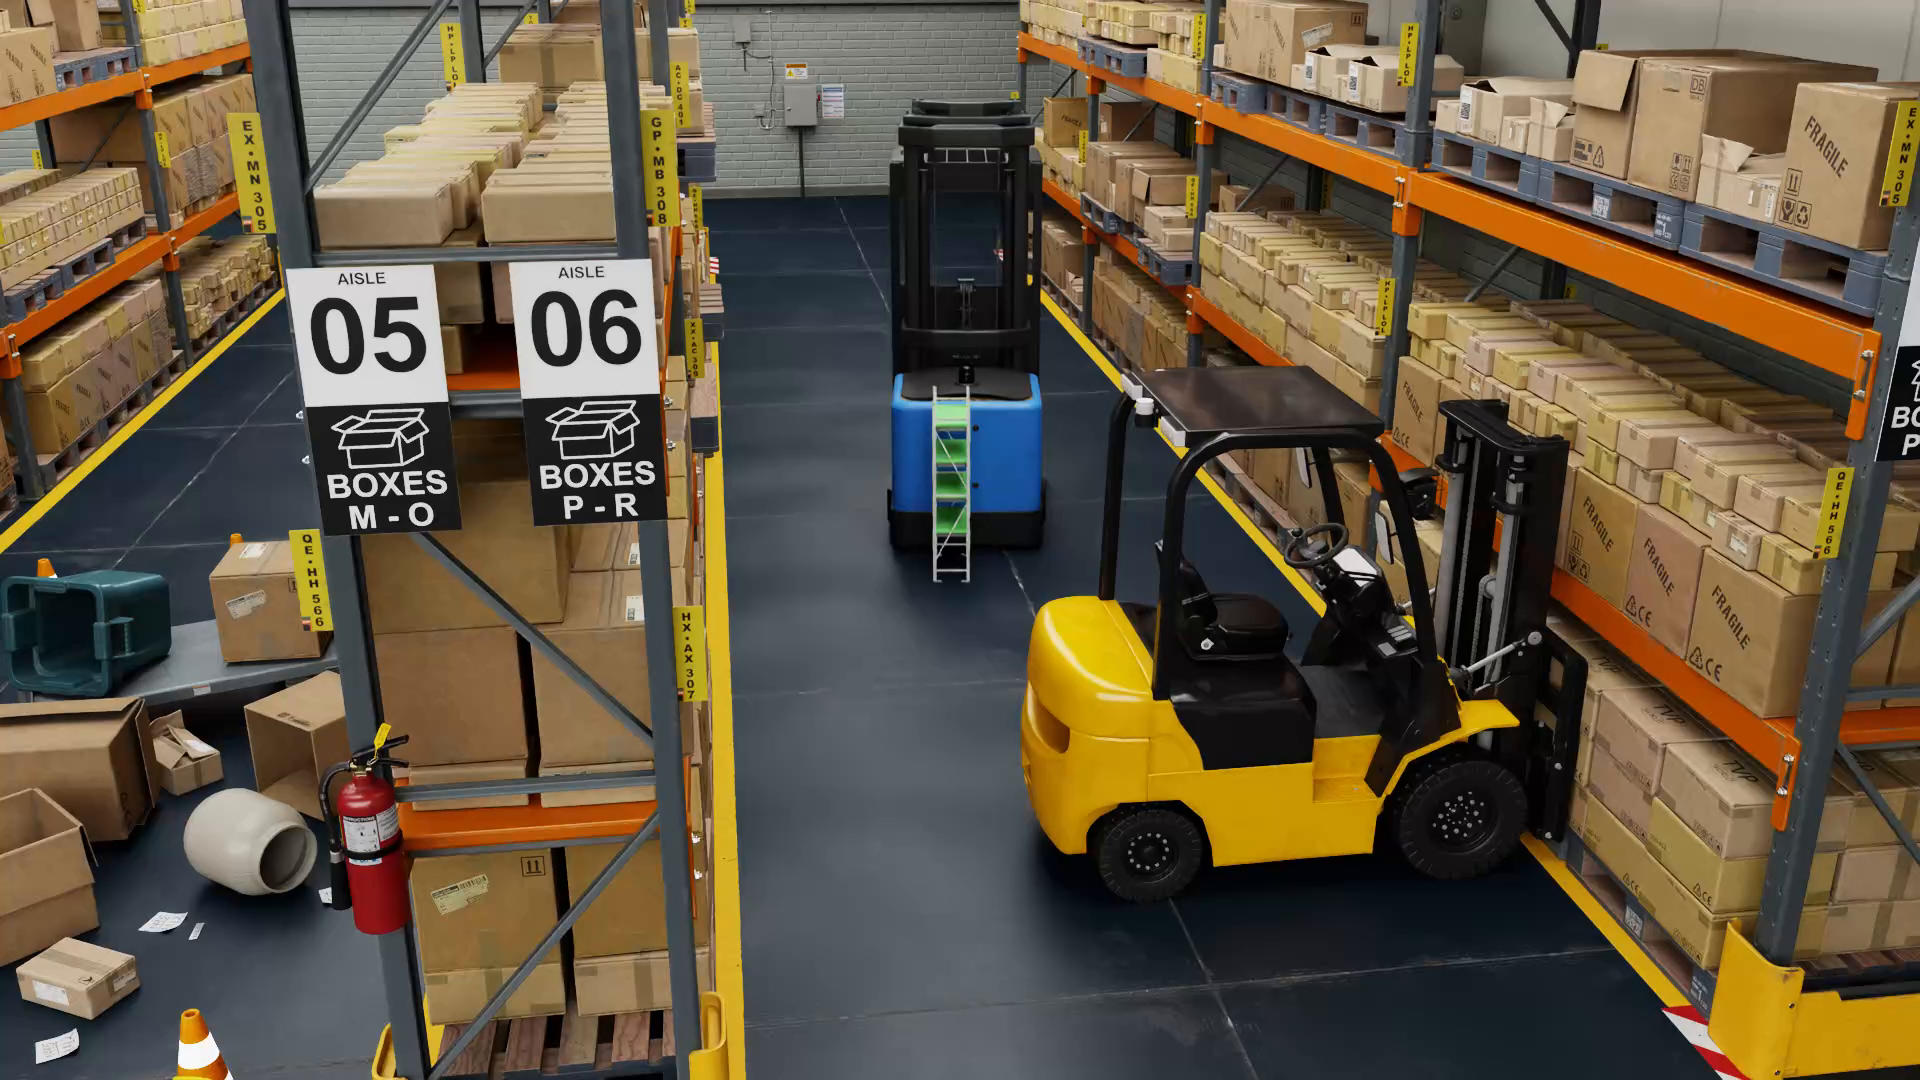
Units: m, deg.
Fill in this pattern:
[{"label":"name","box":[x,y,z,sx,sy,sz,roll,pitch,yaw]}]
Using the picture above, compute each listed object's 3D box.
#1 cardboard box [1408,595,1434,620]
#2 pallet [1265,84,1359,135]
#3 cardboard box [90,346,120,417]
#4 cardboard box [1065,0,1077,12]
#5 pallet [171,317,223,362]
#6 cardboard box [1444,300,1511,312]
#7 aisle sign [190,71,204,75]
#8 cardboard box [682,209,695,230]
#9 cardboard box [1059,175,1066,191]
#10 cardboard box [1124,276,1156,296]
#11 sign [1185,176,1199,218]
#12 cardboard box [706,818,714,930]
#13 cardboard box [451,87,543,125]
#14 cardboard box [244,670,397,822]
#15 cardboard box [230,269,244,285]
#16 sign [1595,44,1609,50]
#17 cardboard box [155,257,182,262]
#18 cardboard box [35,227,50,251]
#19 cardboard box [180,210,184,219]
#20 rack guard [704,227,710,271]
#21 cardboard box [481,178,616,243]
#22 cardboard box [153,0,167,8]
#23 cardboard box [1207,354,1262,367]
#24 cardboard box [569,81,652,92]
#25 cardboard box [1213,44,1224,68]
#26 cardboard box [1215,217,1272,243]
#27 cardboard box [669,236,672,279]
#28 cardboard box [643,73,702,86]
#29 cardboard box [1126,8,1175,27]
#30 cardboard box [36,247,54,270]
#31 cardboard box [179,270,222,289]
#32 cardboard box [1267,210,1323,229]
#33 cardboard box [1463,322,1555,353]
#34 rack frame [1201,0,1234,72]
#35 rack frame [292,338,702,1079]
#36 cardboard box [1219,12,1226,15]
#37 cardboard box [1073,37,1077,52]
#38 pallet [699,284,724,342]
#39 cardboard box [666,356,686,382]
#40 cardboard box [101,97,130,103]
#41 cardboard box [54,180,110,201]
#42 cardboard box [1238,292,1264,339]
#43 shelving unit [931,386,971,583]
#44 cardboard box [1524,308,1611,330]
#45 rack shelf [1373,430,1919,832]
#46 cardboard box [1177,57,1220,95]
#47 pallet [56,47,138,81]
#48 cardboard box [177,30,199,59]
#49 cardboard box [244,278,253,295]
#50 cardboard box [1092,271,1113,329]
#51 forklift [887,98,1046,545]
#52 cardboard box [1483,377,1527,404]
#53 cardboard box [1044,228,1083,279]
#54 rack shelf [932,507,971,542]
[{"label":"cardboard box","box":[2.785,0.370,9.053,0.500,0.250,0.500,-3,21,-8]},{"label":"pallet","box":[2.720,-2.929,11.253,1.003,0.211,1.213,-2,21,-5]},{"label":"cardboard box","box":[-7.430,-1.328,13.957,0.500,0.500,0.500,-3,21,-9]},{"label":"cardboard box","box":[1.400,-5.661,17.373,0.500,0.250,0.500,-3,21,-9]},{"label":"pallet","box":[-8.134,-2.002,16.776,1.003,0.211,1.213,-3,21,-8]},{"label":"cardboard box","box":[3.108,-1.328,9.914,0.380,0.149,0.250,-3,21,-9]},{"label":"aisle sign","box":[-8.886,-5.691,18.951,0.394,0.787,0.004,-3,21,-8]},{"label":"cardboard box","box":[-2.116,-2.039,11.720,0.500,0.500,0.500,-3,21,-9]},{"label":"cardboard box","box":[1.301,-3.951,18.367,0.380,0.149,0.250,-3,21,-9]},{"label":"cardboard box","box":[1.798,-2.443,16.016,0.380,0.149,0.250,-3,21,-8]},{"label":"sign","box":[1.834,-2.704,13.127,0.100,0.325,0.005,-3,21,-8]},{"label":"cardboard box","box":[-1.297,1.413,6.975,0.500,0.250,0.500,-2,21,-6]},{"label":"cardboard box","box":[-2.176,-2.040,7.823,0.380,0.149,0.250,-2,21,-6]},{"label":"cardboard box","box":[-3.157,1.017,8.276,0.500,0.500,0.500,12,24,29]},{"label":"cardboard box","box":[-8.038,-2.847,18.101,0.380,0.149,0.250,-2,21,-5]},{"label":"sign","box":[3.495,-2.557,9.137,0.100,0.325,0.005,-3,21,-8]},{"label":"cardboard box","box":[-8.630,-2.950,17.951,0.380,0.149,0.250,-3,21,-7]},{"label":"cardboard box","box":[-7.416,-2.362,13.088,0.380,0.149,0.250,-3,21,-8]},{"label":"cardboard box","box":[-7.830,-3.161,16.250,0.380,0.149,0.250,-2,21,-6]},{"label":"rack guard","box":[-3.698,-3.585,20.600,1.175,0.500,0.348,-3,21,-8]},{"label":"cardboard box","box":[-1.238,-1.002,5.045,0.380,0.149,0.250,-3,21,-8]},{"label":"cardboard box","box":[-7.895,-5.219,16.046,0.380,0.149,0.250,-4,21,-9]},{"label":"cardboard box","box":[2.446,-1.097,13.160,0.875,0.625,0.625,-2,21,-6]},{"label":"cardboard box","box":[-1.703,-2.155,8.132,0.380,0.149,0.250,-2,21,-7]},{"label":"cardboard box","box":[2.119,-3.633,12.459,0.380,0.166,0.250,-3,21,-8]},{"label":"cardboard box","box":[2.164,-2.363,12.685,0.380,0.149,0.250,-2,21,-7]},{"label":"cardboard box","box":[-1.305,-1.074,6.376,0.380,0.149,0.250,-3,21,-7]},{"label":"cardboard box","box":[-1.727,-2.523,9.510,0.500,0.250,0.500,-3,21,-8]},{"label":"cardboard box","box":[1.682,-4.629,14.726,0.380,0.149,0.250,-3,21,-7]},{"label":"cardboard box","box":[-7.409,-2.217,13.123,0.380,0.149,0.250,-2,21,-5]},{"label":"cardboard box","box":[-7.929,-2.712,17.316,0.380,0.149,0.250,-2,21,-7]},{"label":"cardboard box","box":[2.617,-2.478,12.993,0.380,0.149,0.250,-2,21,-6]},{"label":"cardboard box","box":[2.871,-1.035,8.706,0.380,0.149,0.250,-3,21,-9]},{"label":"rack frame","box":[2.370,-5.040,12.348,1.000,3.000,0.127,-3,21,-8]},{"label":"rack frame","box":[-1.389,0.792,5.308,1.000,3.000,0.127,-3,21,-8]},{"label":"cardboard box","box":[2.348,-4.467,14.323,0.380,0.149,0.250,-3,21,-8]},{"label":"cardboard box","box":[1.387,-5.190,17.396,0.380,0.149,0.250,-2,21,-6]},{"label":"pallet","box":[-2.334,-1.647,12.112,1.213,0.211,1.003,-3,21,-8]},{"label":"cardboard box","box":[-1.655,-0.638,8.568,0.500,0.500,0.500,-3,21,-9]},{"label":"cardboard box","box":[-8.417,-4.060,16.303,0.500,0.500,0.500,-4,21,-9]},{"label":"cardboard box","box":[-7.638,-3.033,14.459,0.380,0.149,0.250,-3,21,-8]},{"label":"cardboard box","box":[2.341,-1.641,12.036,0.500,0.250,0.500,-4,21,-10]},{"label":"shelving unit","box":[-0.057,-0.369,10.989,0.258,1.200,0.503,0,20,0]},{"label":"cardboard box","box":[3.286,-1.150,9.014,0.380,0.149,0.250,-3,21,-9]},{"label":"rack shelf","box":[3.235,0.185,7.962,1.077,0.370,4.000,-3,21,-8]},{"label":"cardboard box","box":[2.055,-3.730,13.342,0.500,0.250,0.500,-4,21,-10]},{"label":"pallet","box":[-8.019,-4.176,14.592,1.213,0.211,1.003,-3,21,-8]},{"label":"cardboard box","box":[-7.945,-4.941,16.585,0.500,0.250,0.500,-2,21,-5]},{"label":"cardboard box","box":[-8.059,-2.803,18.407,0.380,0.149,0.250,-4,21,-10]},{"label":"cardboard box","box":[1.640,-2.461,16.991,0.500,0.500,0.500,-2,21,-5]},{"label":"forklift","box":[0.043,-1.803,12.354,1.130,2.935,3.031,0,20,0]},{"label":"cardboard box","box":[2.834,-0.713,8.268,0.380,0.149,0.250,-3,21,-8]},{"label":"cardboard box","box":[1.273,-3.322,19.297,0.500,0.500,0.500,-3,21,-7]},{"label":"rack shelf","box":[-0.057,-0.084,11.096,0.258,0.148,0.480,0,20,0]}]
